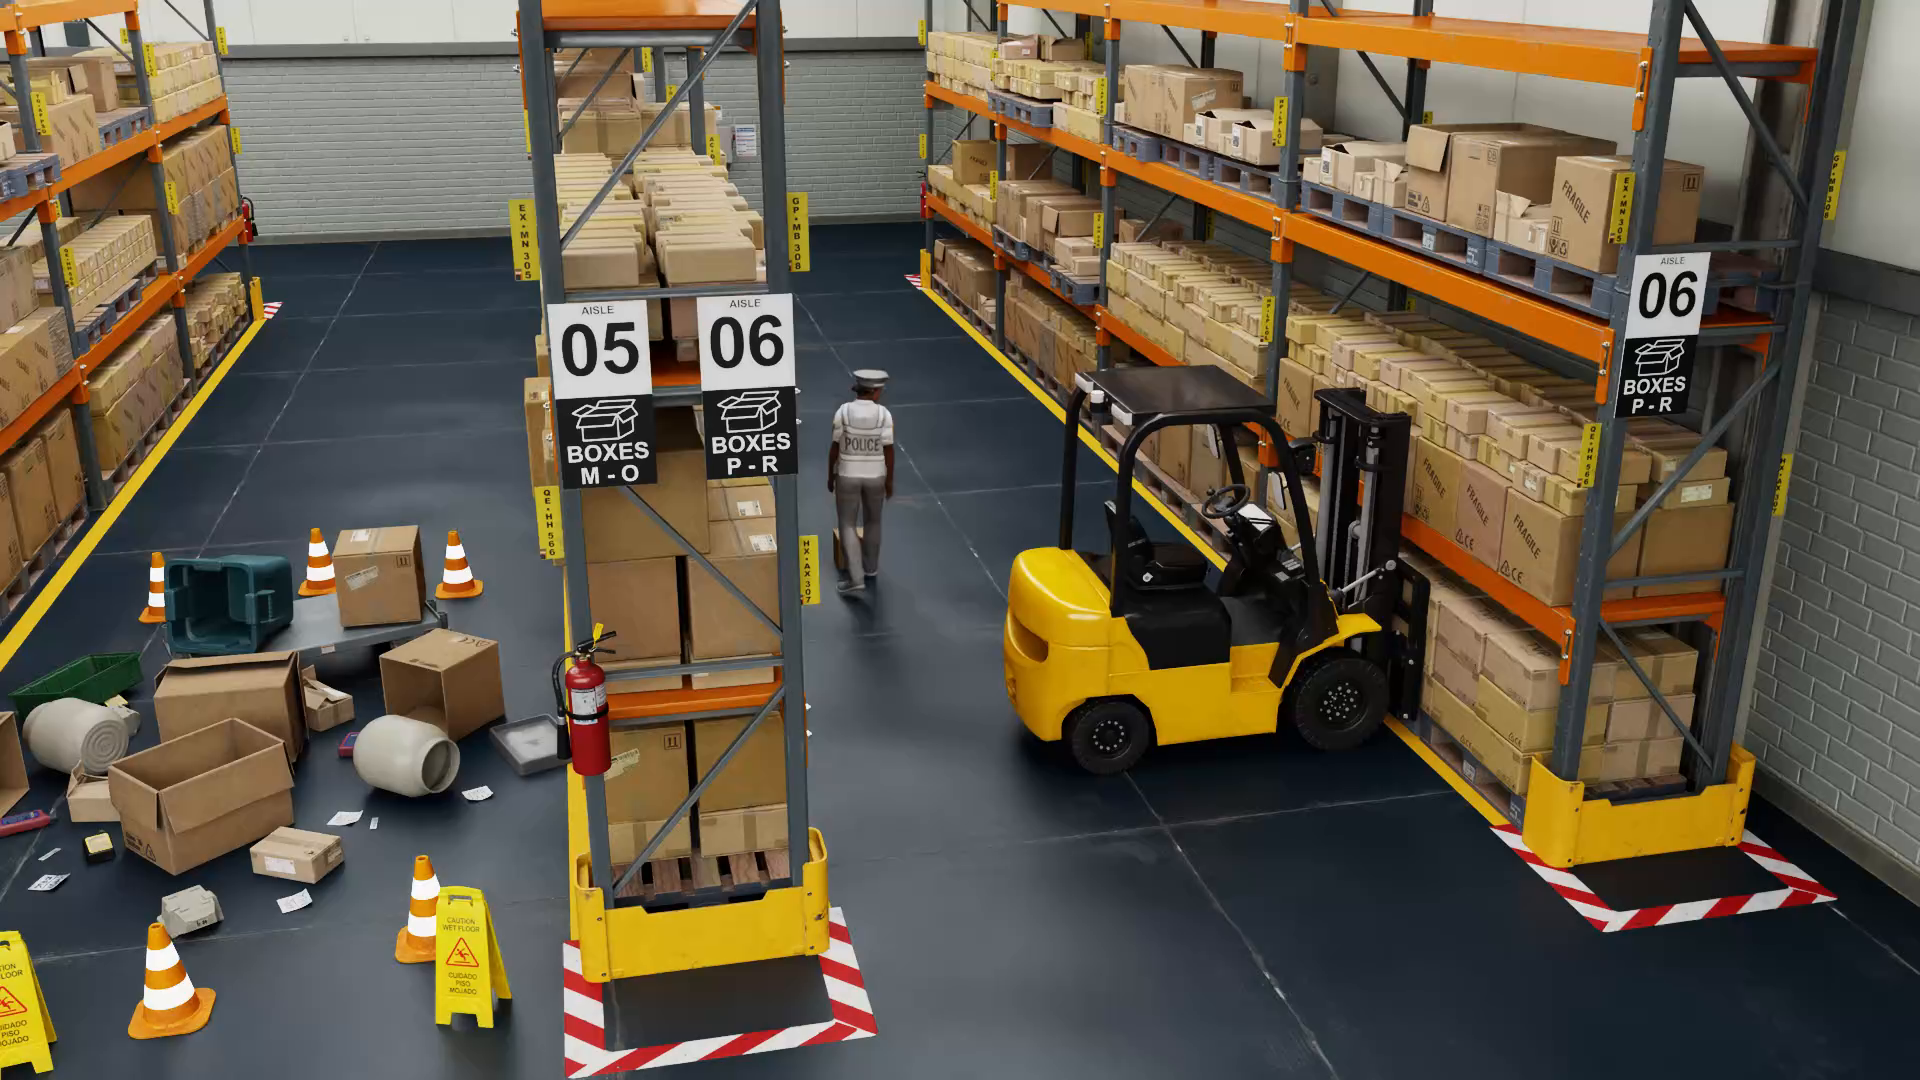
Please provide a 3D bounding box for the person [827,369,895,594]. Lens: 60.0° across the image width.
[{"bbox_3d":[-0.734,-0.459,12.314,0.477,1.644,0.724,-4,20,-12],"label":"person"}]
